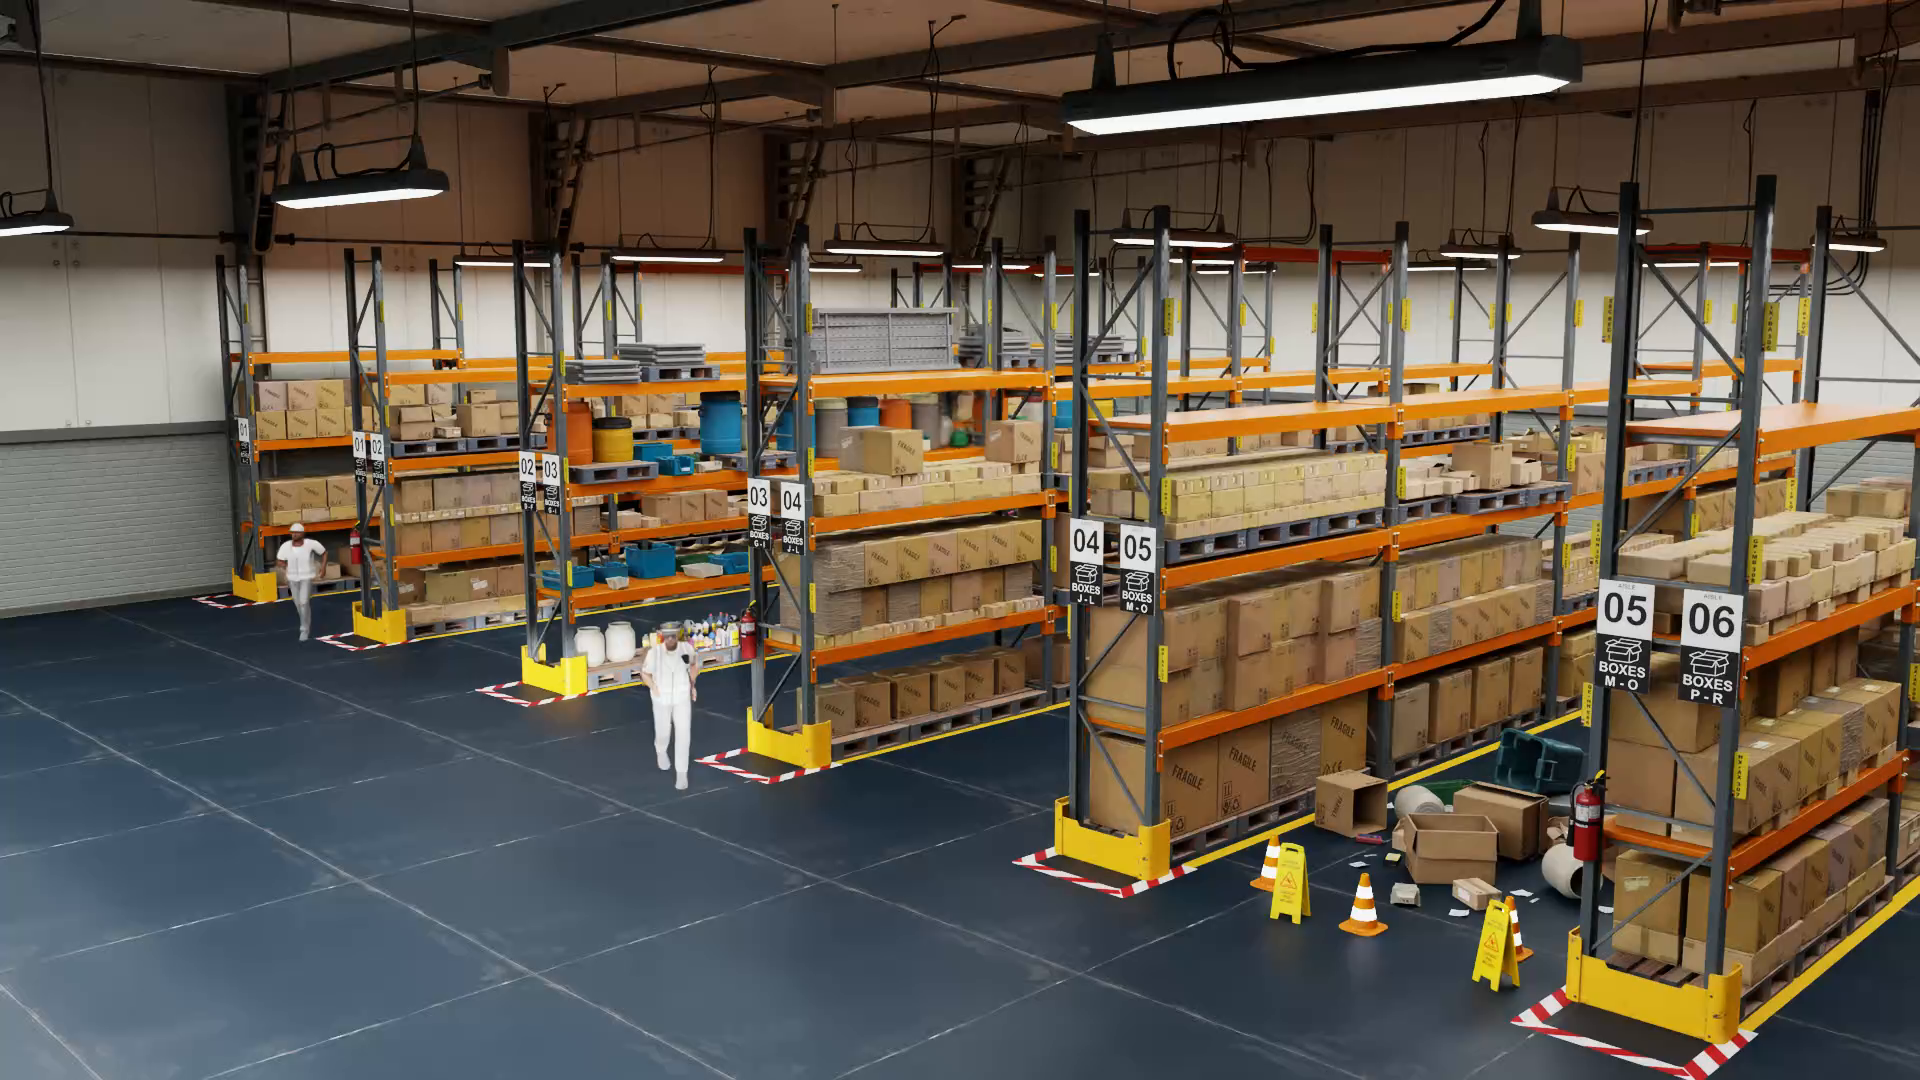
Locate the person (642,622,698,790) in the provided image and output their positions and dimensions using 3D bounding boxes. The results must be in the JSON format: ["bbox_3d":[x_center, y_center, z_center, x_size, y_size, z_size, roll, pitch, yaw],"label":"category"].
[{"bbox_3d":[-3.152,1.740,18.128,0.620,1.792,0.934,-2,8,-13],"label":"person"}]

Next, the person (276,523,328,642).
[{"bbox_3d":[-10.242,0.637,25.884,0.717,1.830,0.782,0,8,-1],"label":"person"}]
